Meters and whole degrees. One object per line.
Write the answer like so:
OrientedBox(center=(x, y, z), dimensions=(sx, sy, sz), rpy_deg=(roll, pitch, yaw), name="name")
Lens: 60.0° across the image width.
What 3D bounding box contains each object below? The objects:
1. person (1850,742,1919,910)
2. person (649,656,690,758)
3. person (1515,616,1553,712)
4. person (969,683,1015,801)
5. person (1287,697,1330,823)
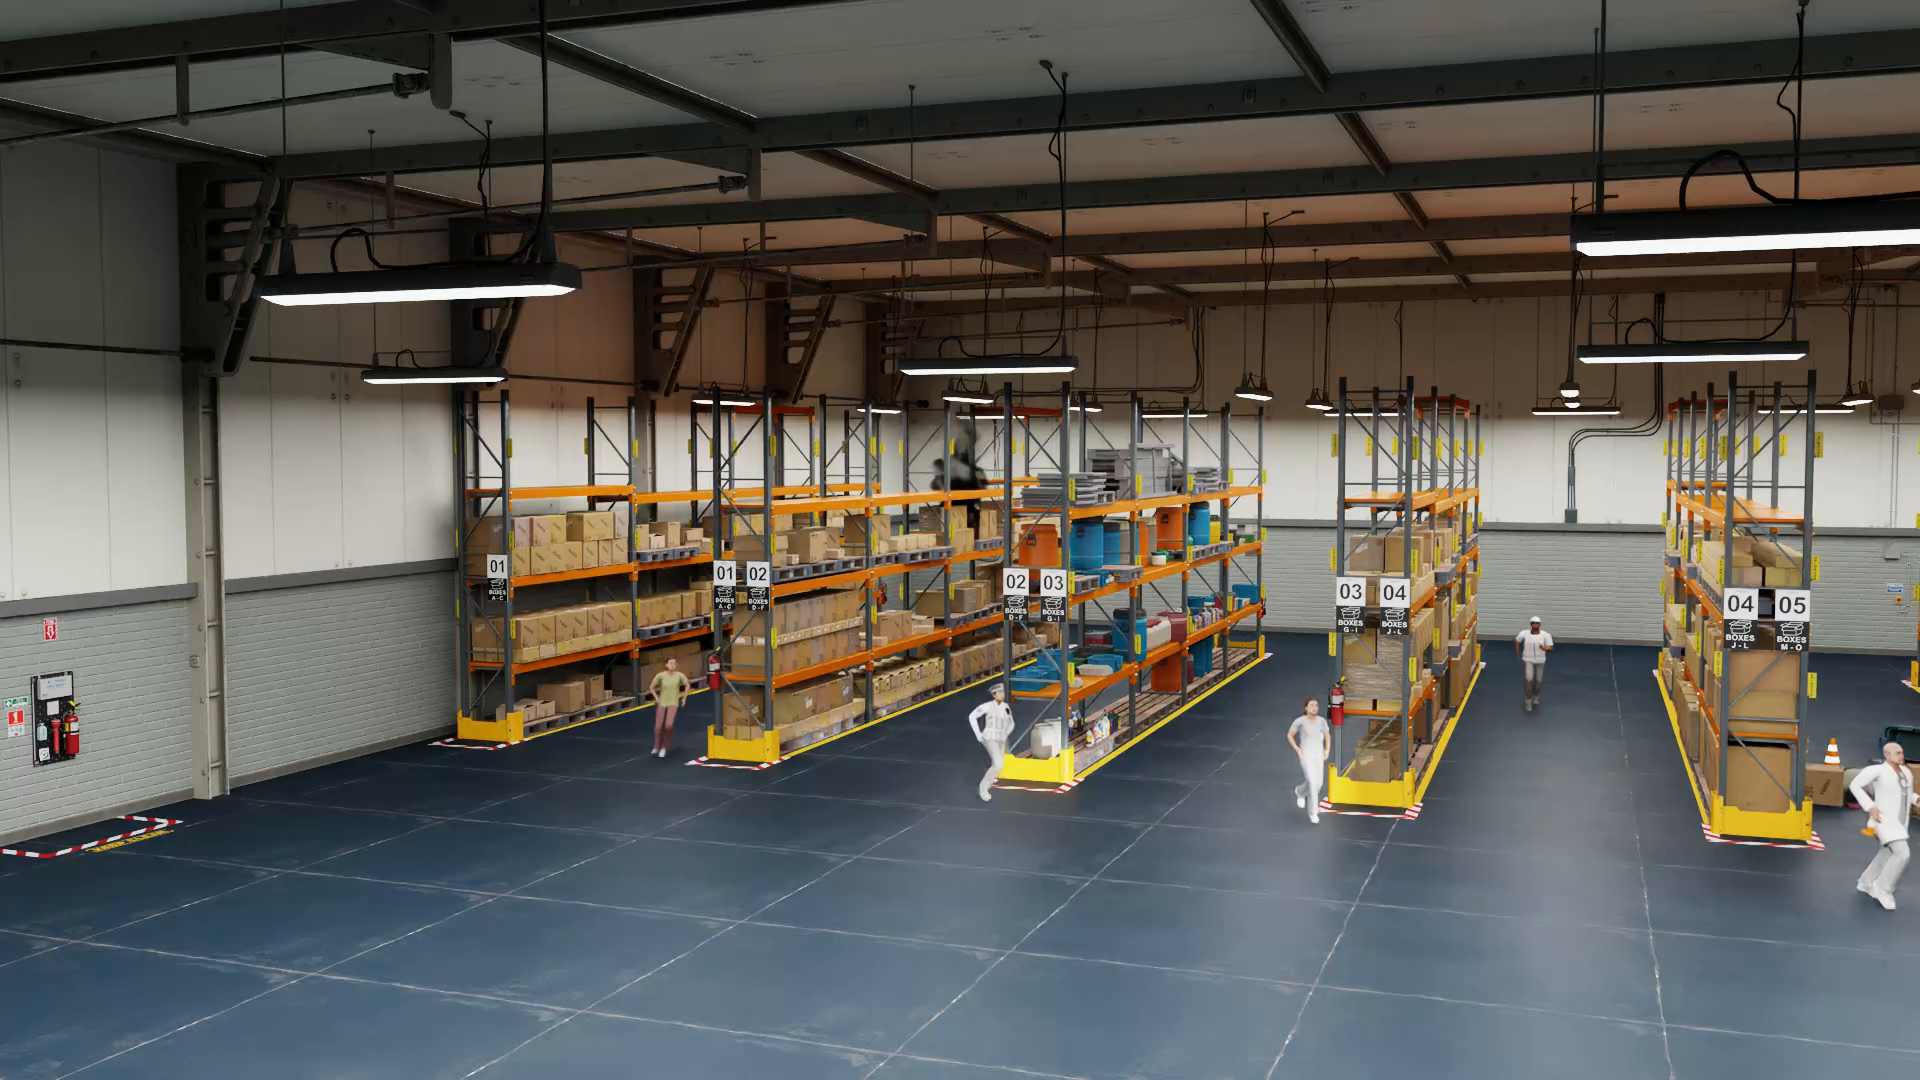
OrientedBox(center=(10.191, 3.125, 18.196), dimensions=(0.679, 1.818, 0.803), rpy_deg=(-1, 3, -25), name="person")
OrientedBox(center=(-4.721, 2.705, 26.978), dimensions=(0.637, 1.630, 0.642), rpy_deg=(0, 3, -4), name="person")
OrientedBox(center=(10.993, 2.366, 31.844), dimensions=(0.672, 1.831, 0.777), rpy_deg=(1, 3, 12), name="person")
OrientedBox(center=(0.518, 2.863, 23.676), dimensions=(0.629, 1.660, 0.559), rpy_deg=(-3, 4, -43), name="person")
OrientedBox(center=(4.735, 2.950, 22.568), dimensions=(0.602, 1.657, 0.724), rpy_deg=(-1, 3, -16), name="person")
